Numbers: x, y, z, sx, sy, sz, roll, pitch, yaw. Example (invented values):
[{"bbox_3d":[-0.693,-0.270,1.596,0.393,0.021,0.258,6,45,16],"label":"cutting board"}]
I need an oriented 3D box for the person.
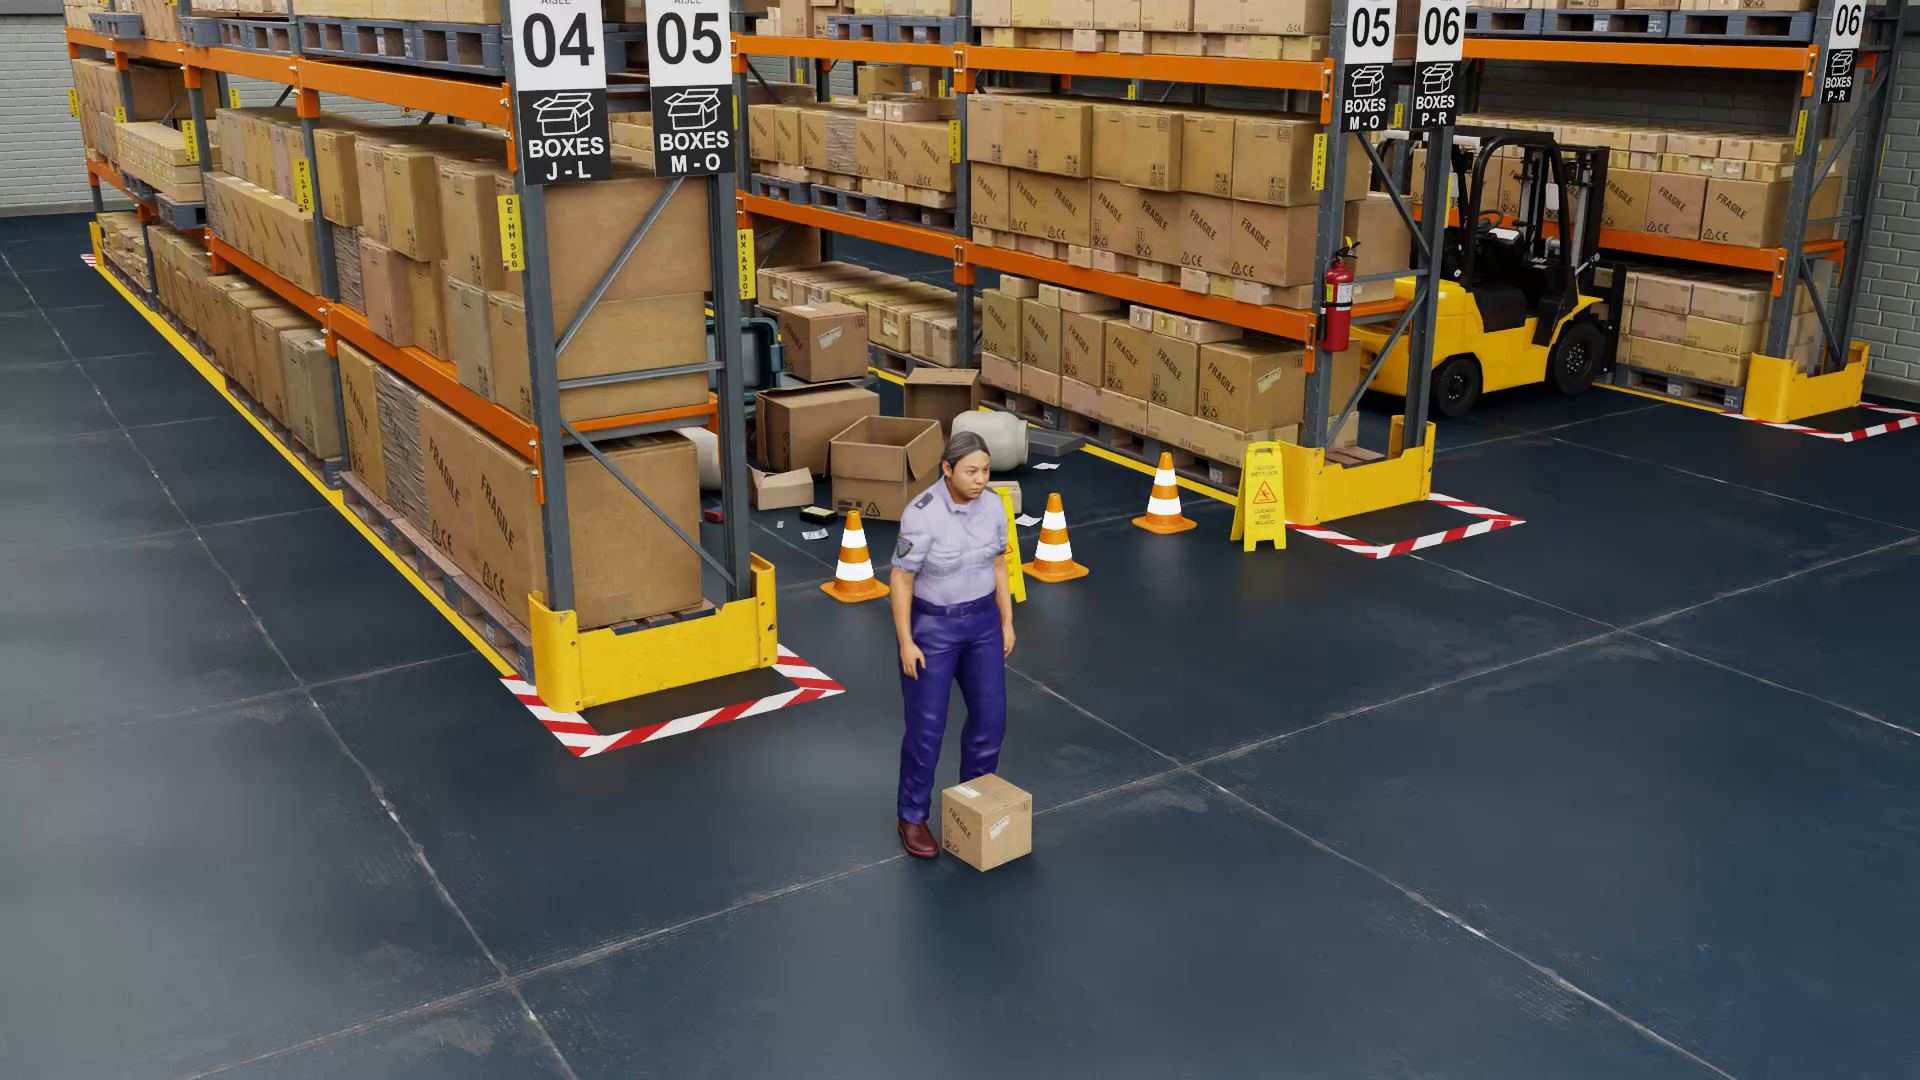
[{"bbox_3d":[-0.017,0.375,6.428,0.538,1.652,0.414,-11,21,-31],"label":"person"}]
